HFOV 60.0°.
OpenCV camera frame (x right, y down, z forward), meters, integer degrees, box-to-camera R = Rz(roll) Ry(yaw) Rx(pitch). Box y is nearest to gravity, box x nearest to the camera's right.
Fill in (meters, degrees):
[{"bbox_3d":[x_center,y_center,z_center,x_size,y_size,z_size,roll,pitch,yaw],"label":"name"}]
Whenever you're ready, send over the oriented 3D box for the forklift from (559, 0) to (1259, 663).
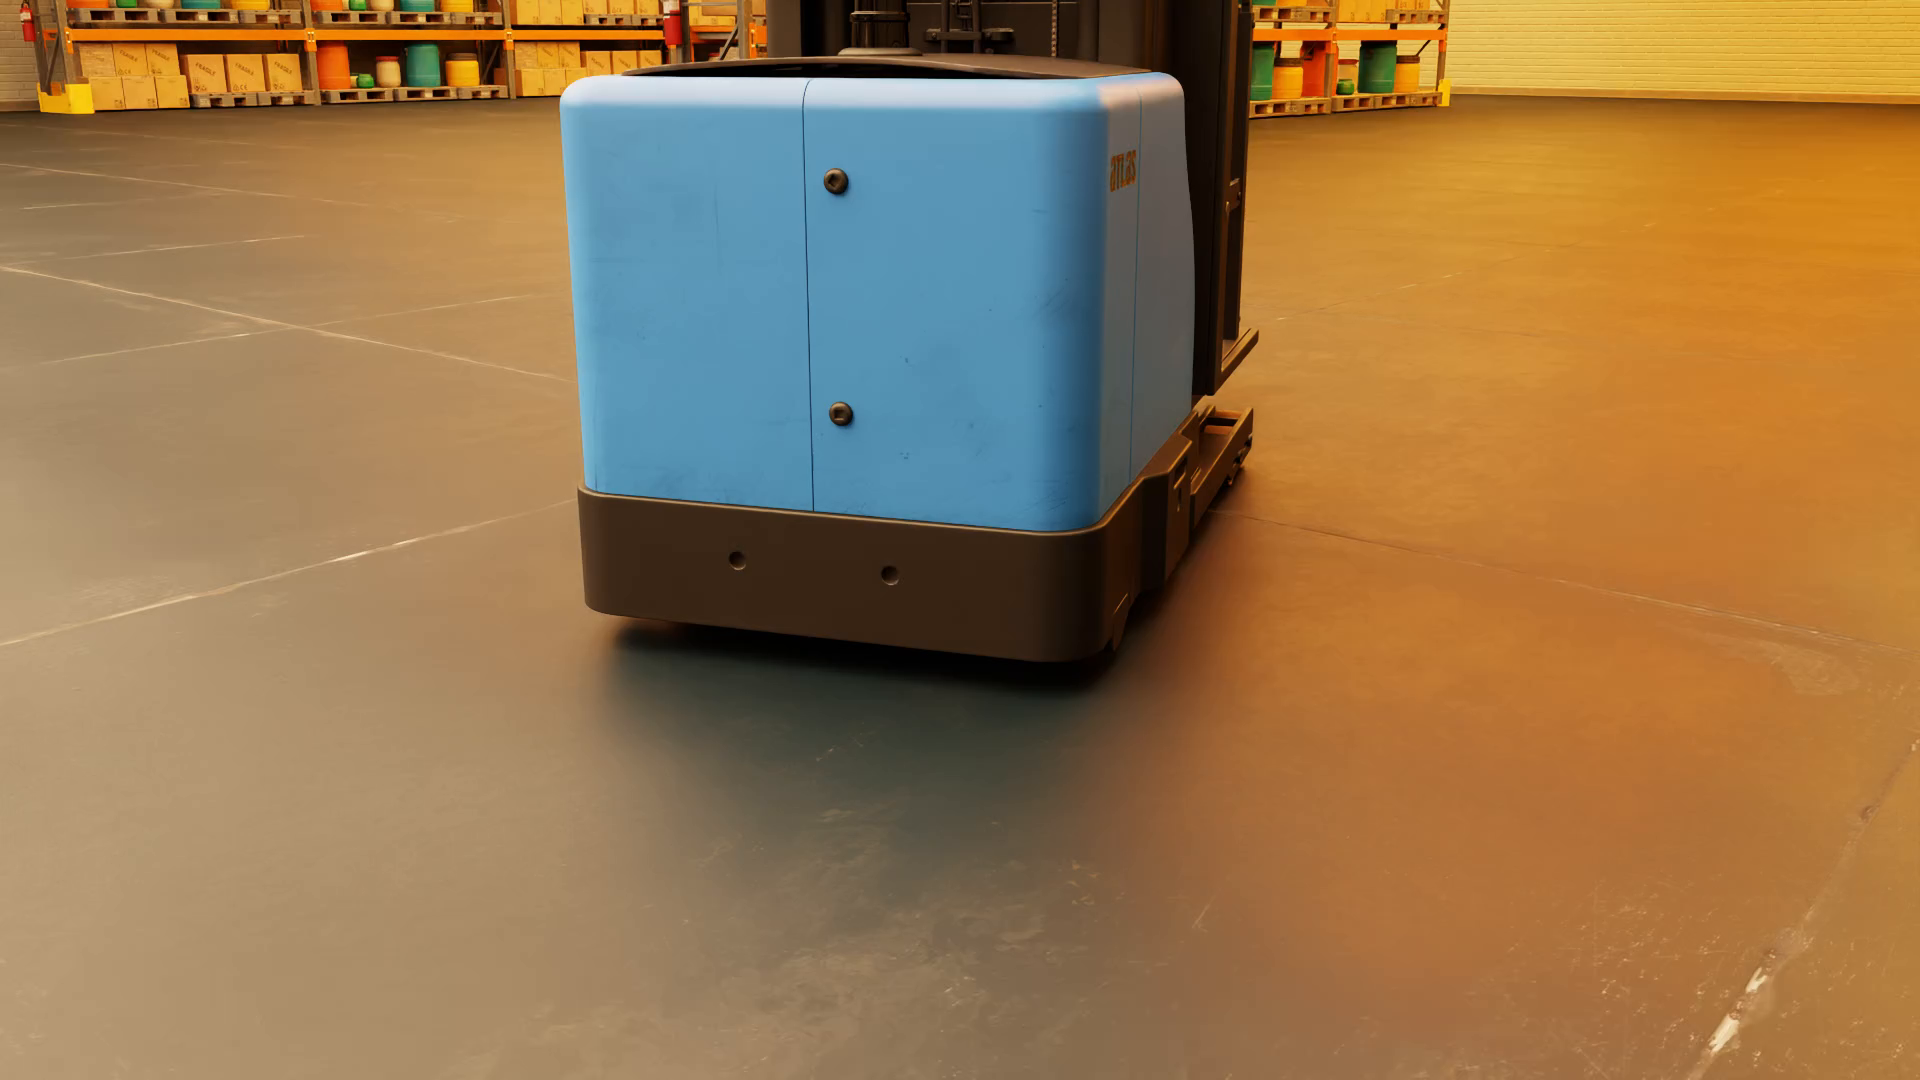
[{"bbox_3d":[0.182,-1.571,4.072,1.130,2.935,3.031,5,18,17],"label":"forklift"}]
